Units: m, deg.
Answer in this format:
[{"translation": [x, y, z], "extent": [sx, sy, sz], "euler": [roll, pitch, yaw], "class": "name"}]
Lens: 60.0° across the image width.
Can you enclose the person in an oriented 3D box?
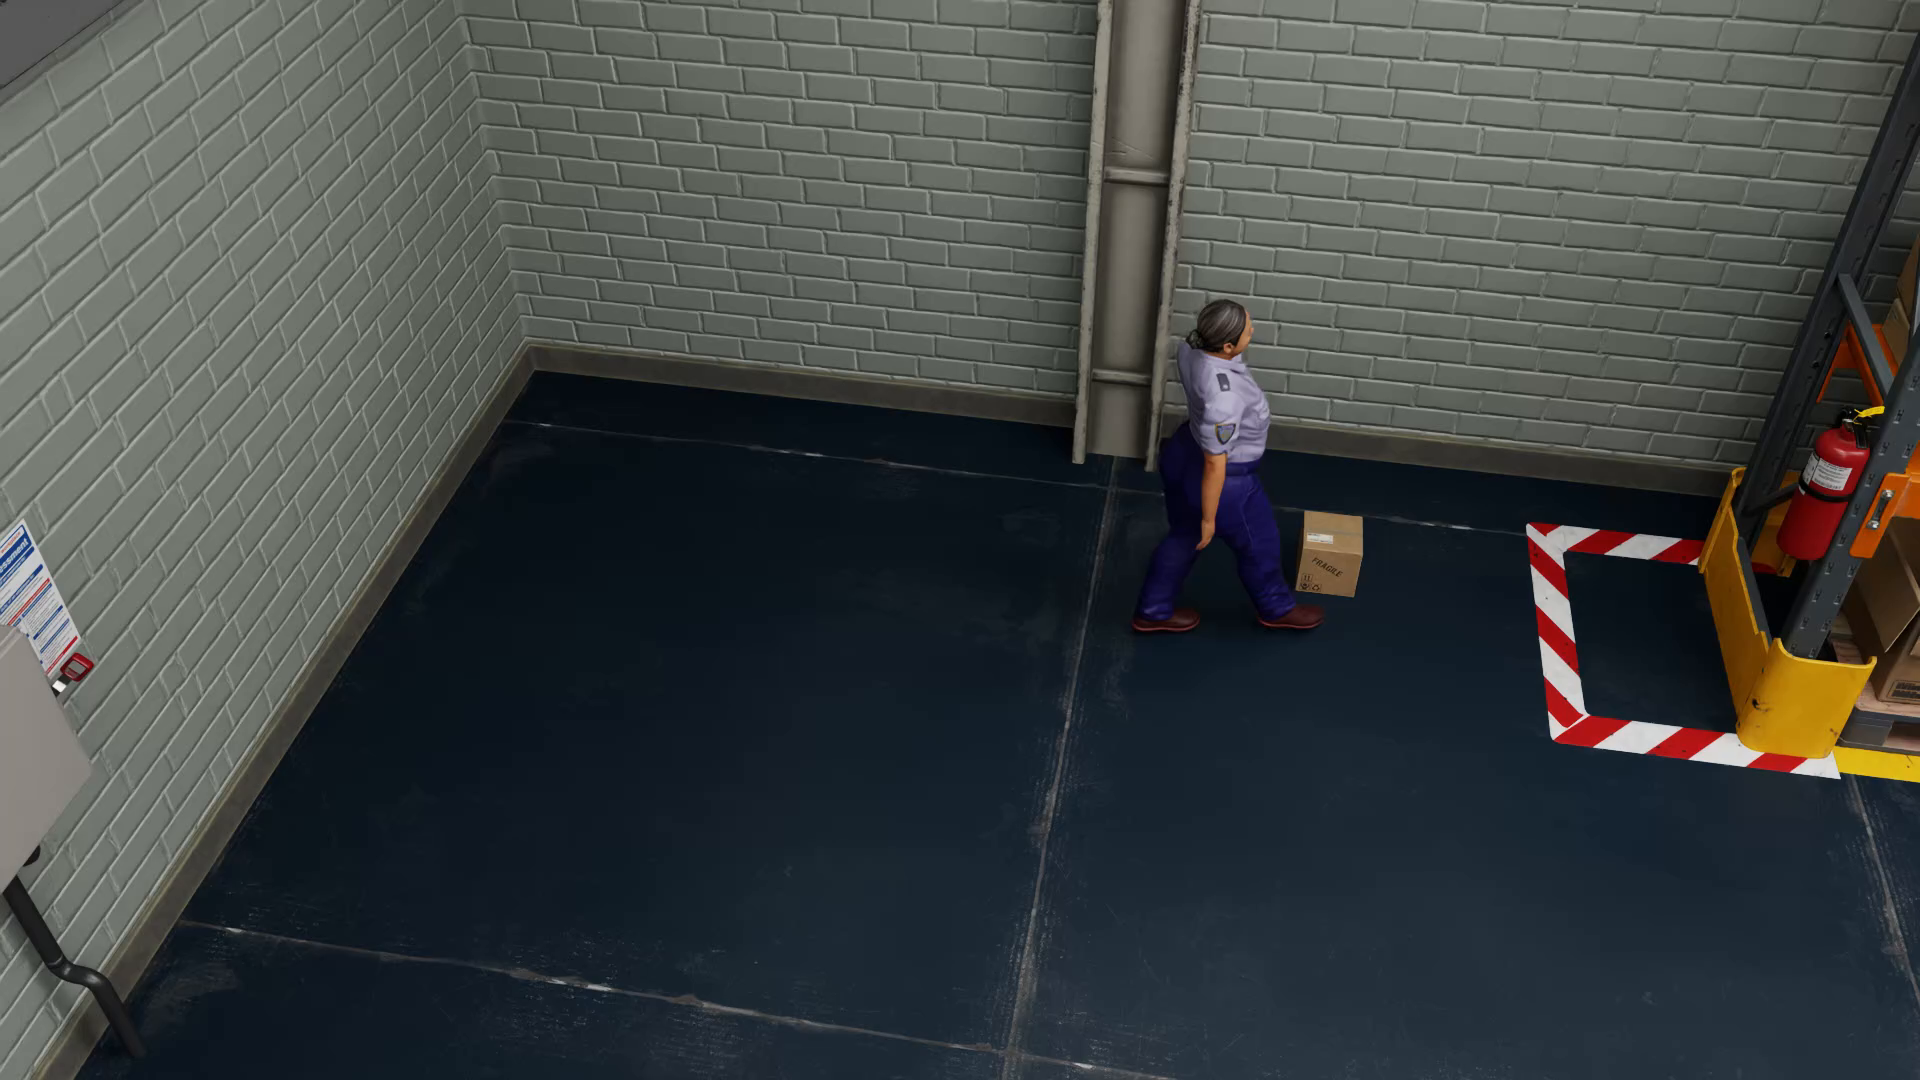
[{"translation": [1.106, -0.288, 6.497], "extent": [0.794, 1.623, 0.530], "euler": [-14, 43, -15], "class": "person"}]
